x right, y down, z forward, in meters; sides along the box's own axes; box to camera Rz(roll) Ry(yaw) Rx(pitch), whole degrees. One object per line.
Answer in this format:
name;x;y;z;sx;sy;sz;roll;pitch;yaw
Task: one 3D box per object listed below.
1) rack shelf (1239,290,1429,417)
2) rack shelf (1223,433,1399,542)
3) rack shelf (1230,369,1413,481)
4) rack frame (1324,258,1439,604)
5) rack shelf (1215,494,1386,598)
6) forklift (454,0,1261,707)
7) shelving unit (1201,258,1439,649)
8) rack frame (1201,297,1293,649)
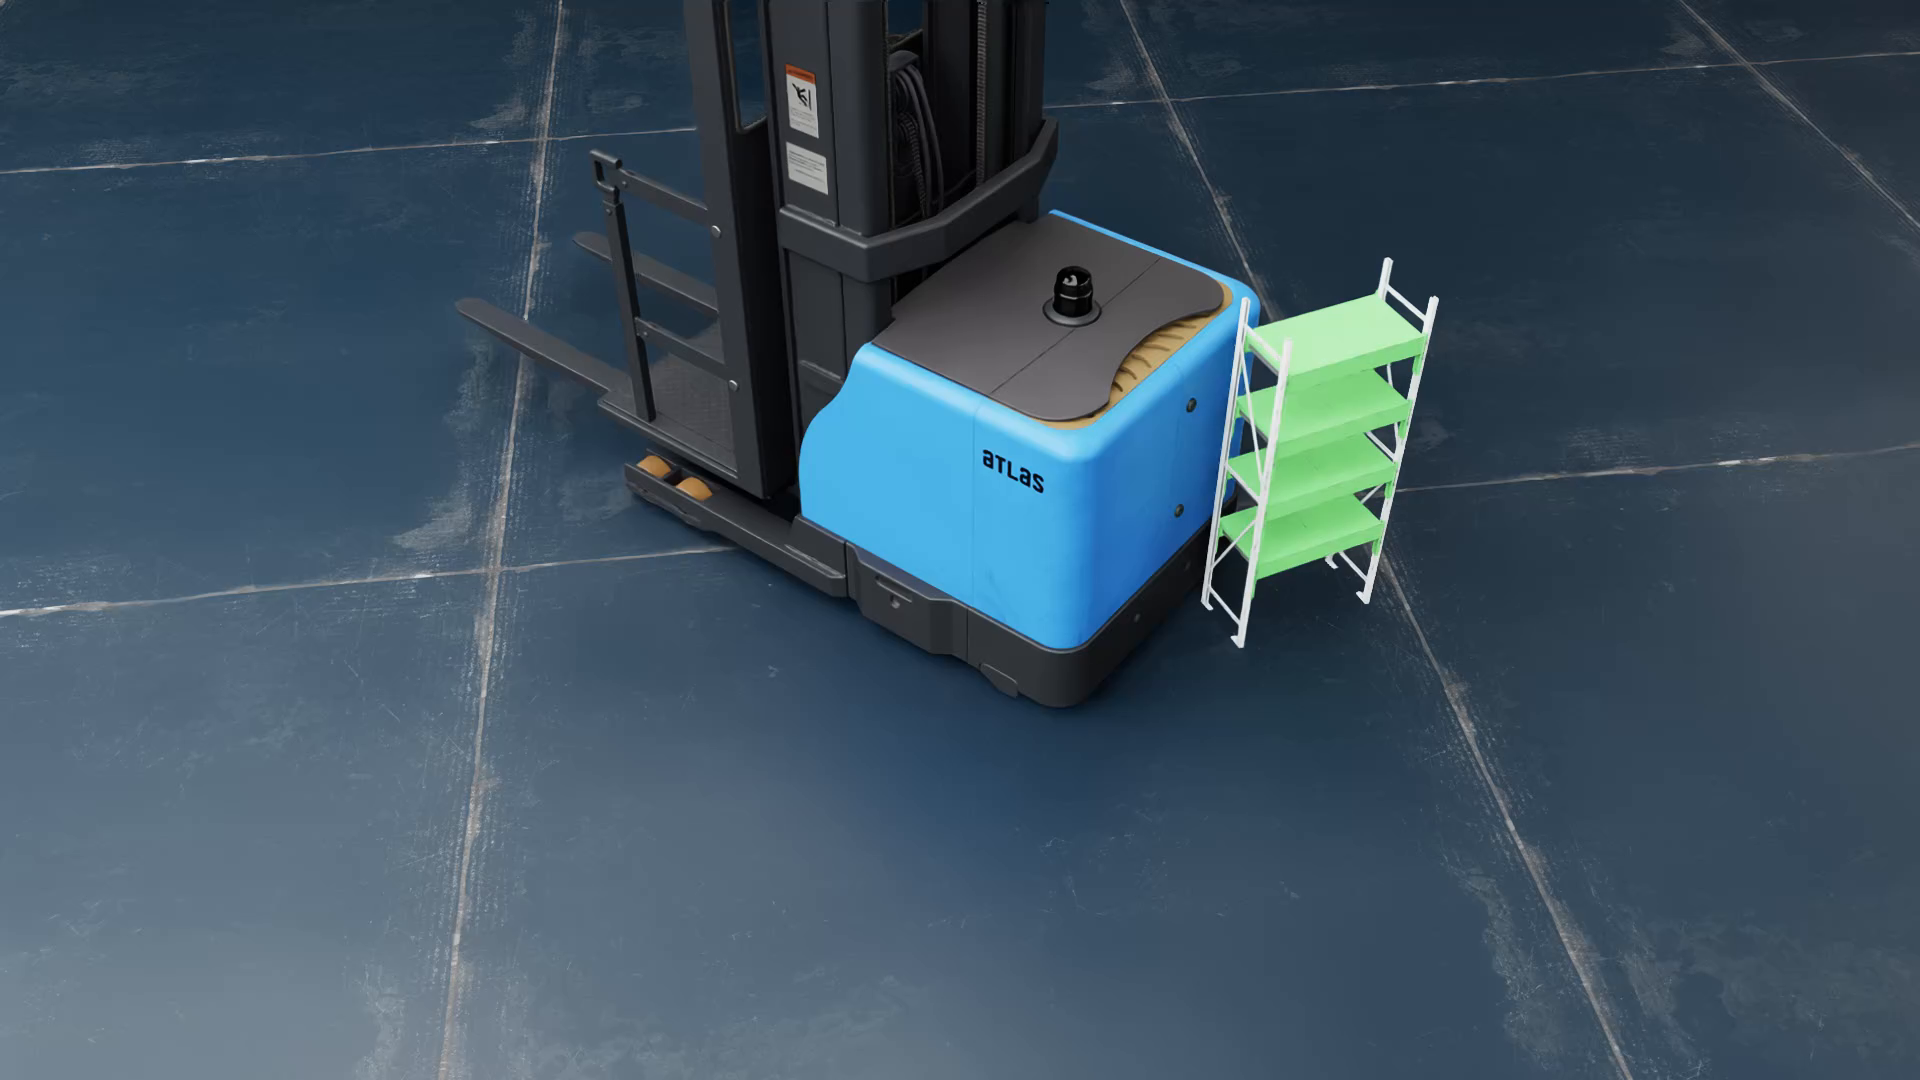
rack shelf;1.079;-0.548;4.840;0.480;0.148;0.258;-17;45;-18
rack shelf;1.079;-0.191;5.162;0.480;0.148;0.258;-17;45;-18
rack shelf;1.079;-0.370;5.001;0.480;0.148;0.258;-17;45;-18
rack frame;1.301;-0.308;5.195;0.015;1.200;0.240;-17;45;-18
rack shelf;1.079;-0.013;5.323;0.480;0.148;0.258;-17;45;-18
forklift;-0.556;-1.392;5.105;3.031;2.935;1.130;27;49;27
shelving unit;1.079;-0.239;5.119;0.503;1.200;0.258;-17;45;-18
rack frame;0.858;-0.170;5.043;0.015;1.200;0.240;-17;45;-18
